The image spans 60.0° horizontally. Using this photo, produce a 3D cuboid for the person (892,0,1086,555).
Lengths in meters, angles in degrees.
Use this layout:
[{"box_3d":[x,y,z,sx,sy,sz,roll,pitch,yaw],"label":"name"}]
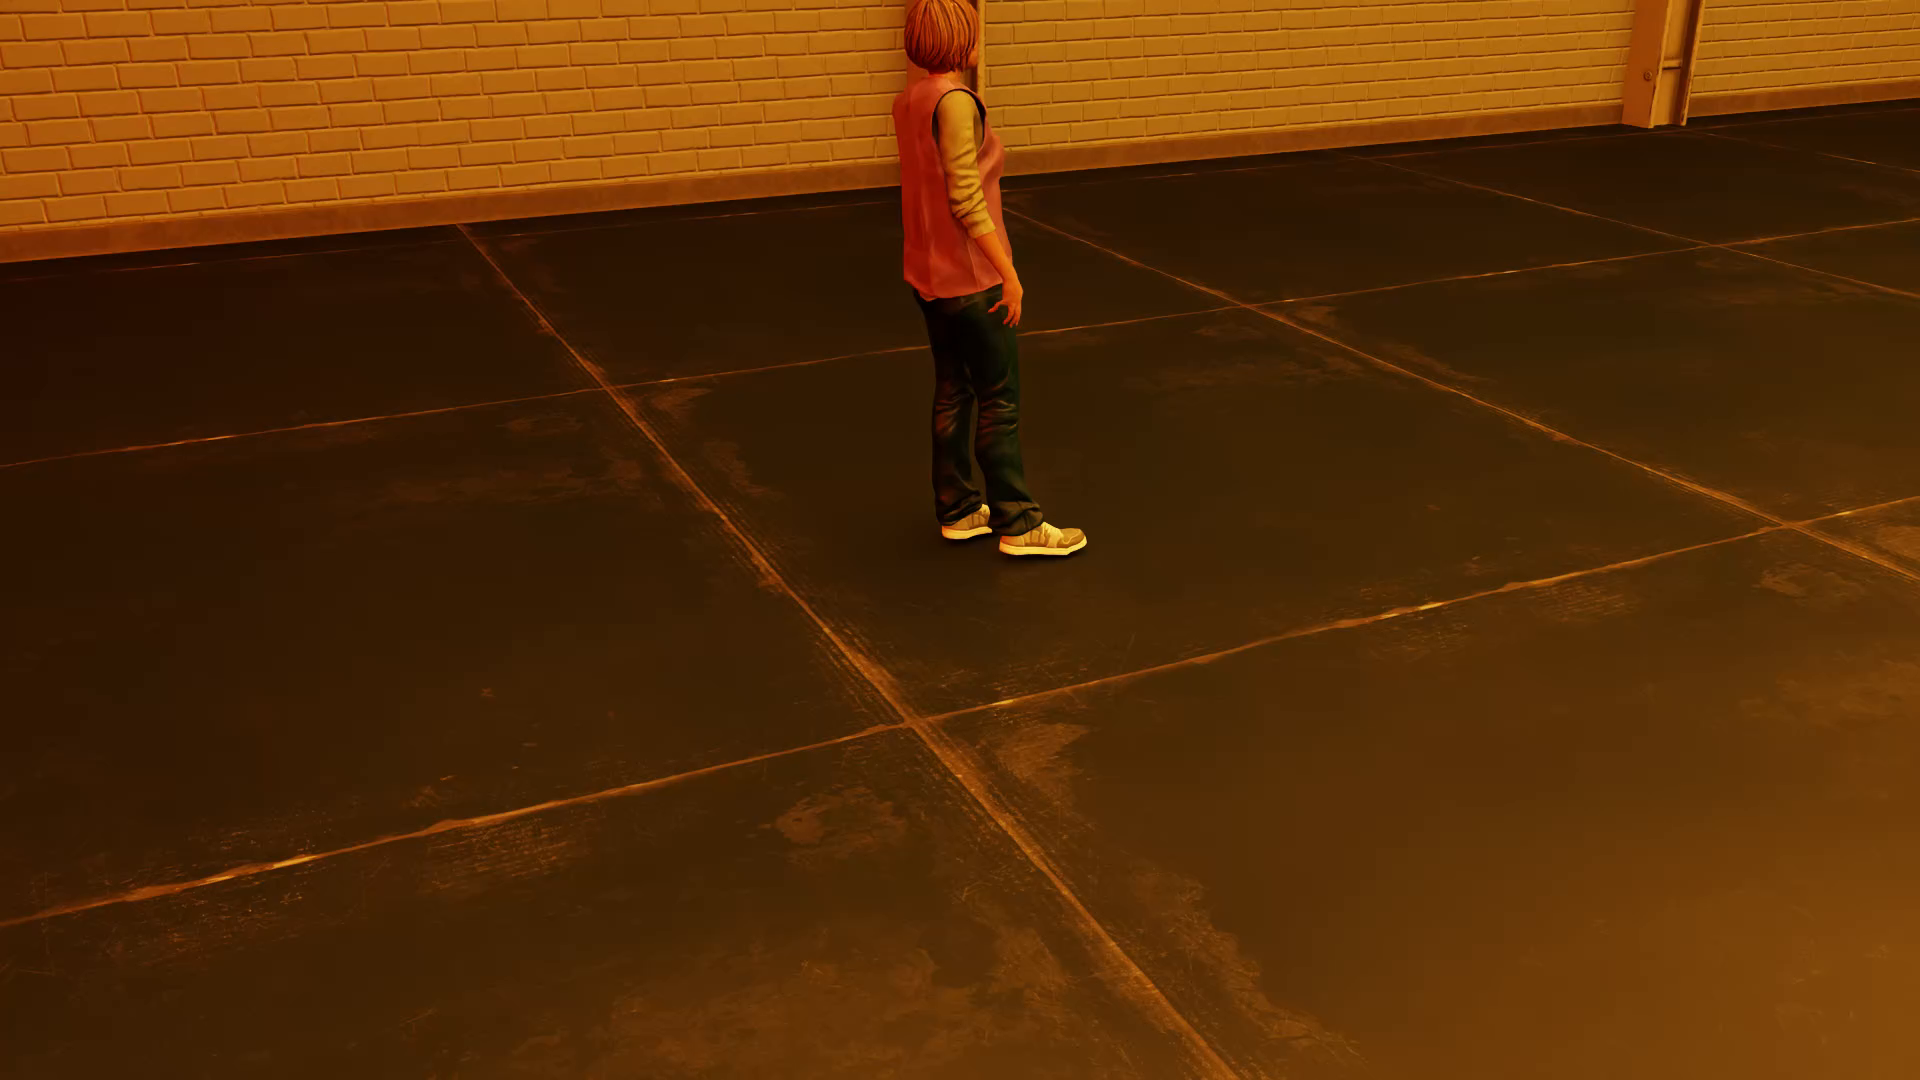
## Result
[{"box_3d":[0.073,-0.751,4.814,0.476,1.597,0.520,-10,25,-23],"label":"person"}]
